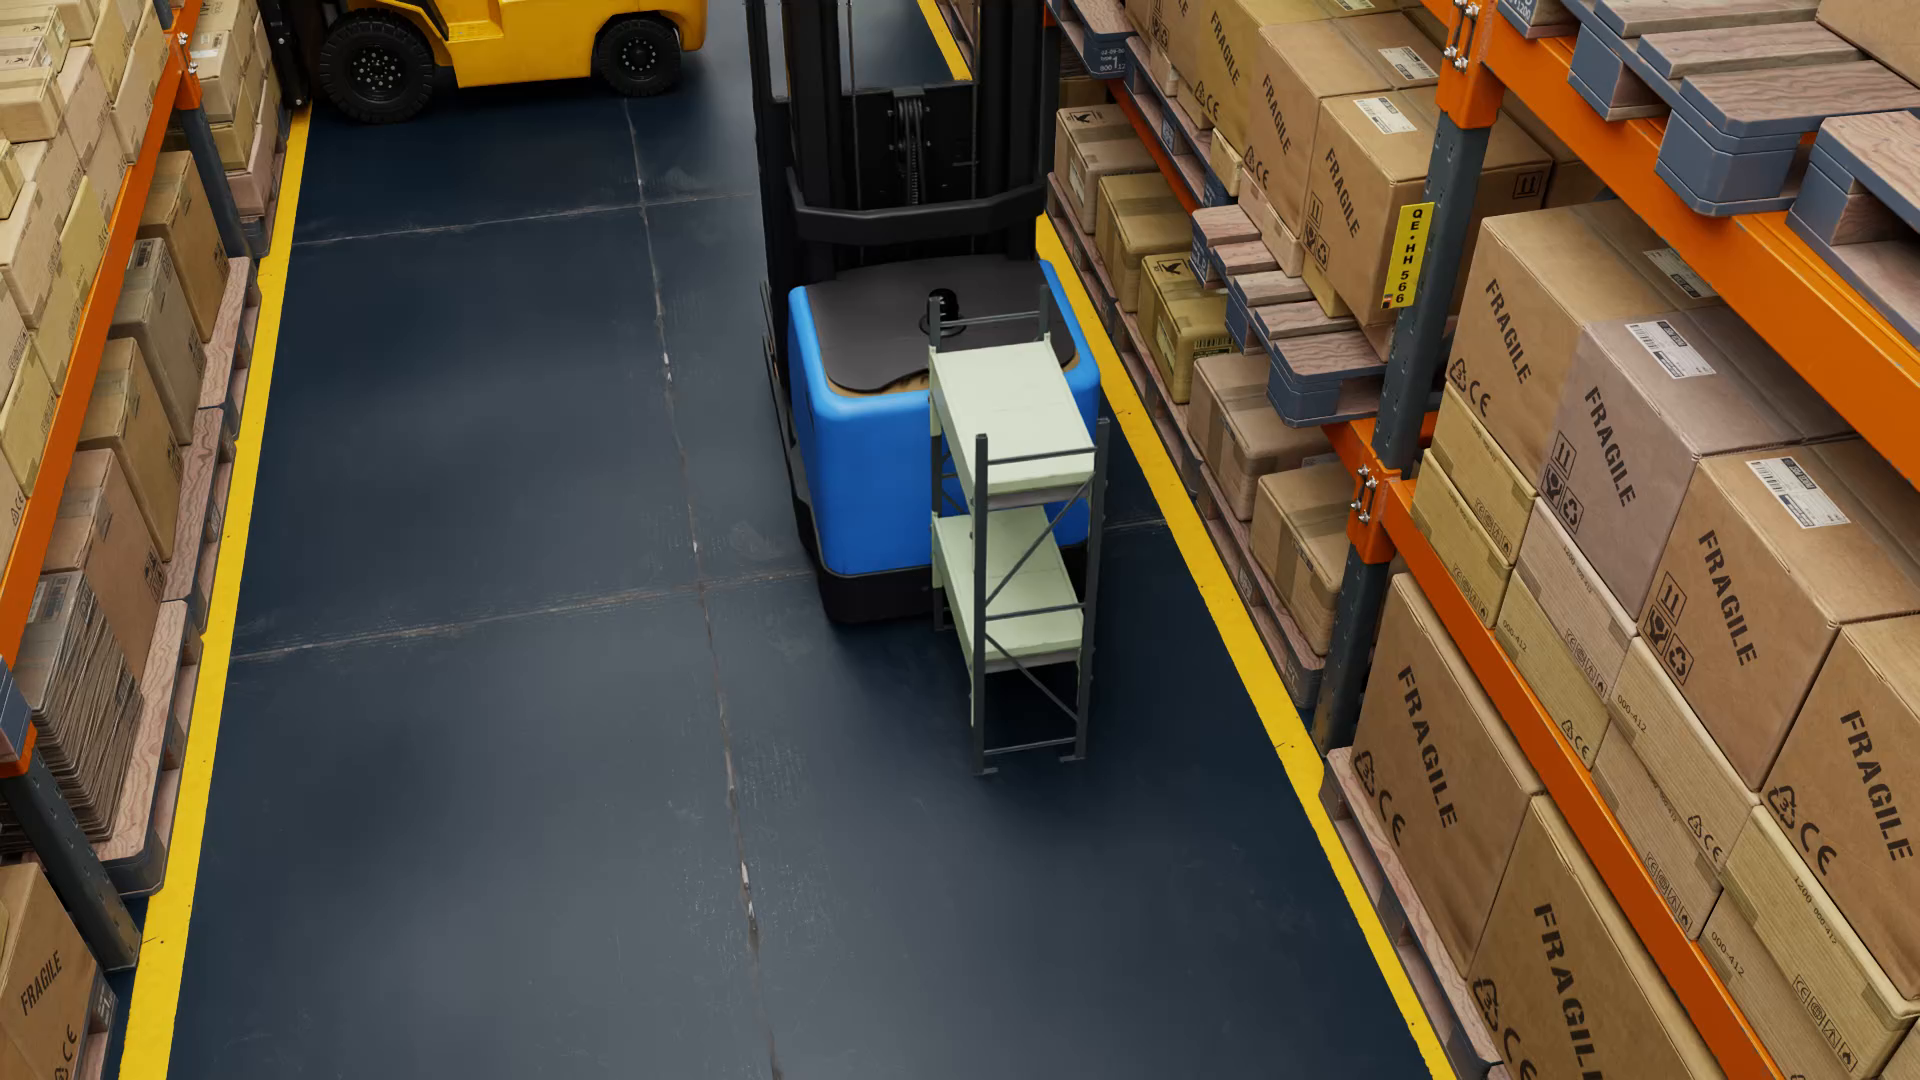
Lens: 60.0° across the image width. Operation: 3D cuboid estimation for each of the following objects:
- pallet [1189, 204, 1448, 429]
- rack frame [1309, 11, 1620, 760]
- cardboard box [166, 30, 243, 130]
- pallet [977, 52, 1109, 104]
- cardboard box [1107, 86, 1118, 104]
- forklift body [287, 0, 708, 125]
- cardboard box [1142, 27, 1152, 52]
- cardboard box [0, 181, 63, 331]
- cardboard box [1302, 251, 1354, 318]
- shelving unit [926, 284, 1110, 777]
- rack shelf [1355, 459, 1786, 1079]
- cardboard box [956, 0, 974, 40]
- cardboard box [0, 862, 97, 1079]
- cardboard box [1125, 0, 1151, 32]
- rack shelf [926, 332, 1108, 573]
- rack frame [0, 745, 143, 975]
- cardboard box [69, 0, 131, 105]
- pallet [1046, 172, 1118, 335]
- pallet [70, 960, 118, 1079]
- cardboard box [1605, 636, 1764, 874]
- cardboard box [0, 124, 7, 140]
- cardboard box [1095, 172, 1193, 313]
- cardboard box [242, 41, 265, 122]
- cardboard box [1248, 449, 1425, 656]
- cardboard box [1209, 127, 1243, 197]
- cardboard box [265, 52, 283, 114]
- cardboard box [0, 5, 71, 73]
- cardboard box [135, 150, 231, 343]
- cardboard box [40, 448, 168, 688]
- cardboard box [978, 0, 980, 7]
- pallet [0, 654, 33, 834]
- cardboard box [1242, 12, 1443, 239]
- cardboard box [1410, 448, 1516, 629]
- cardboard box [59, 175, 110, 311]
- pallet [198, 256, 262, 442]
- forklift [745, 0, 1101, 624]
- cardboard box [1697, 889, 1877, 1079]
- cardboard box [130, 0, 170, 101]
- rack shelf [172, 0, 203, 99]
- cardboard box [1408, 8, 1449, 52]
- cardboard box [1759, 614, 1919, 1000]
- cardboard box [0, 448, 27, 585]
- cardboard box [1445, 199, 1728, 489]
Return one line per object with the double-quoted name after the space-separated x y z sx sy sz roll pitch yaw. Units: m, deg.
1.497 -0.830 5.570 1.213 0.211 1.003 -8 42 -9 "pallet"
1.755 -0.455 5.003 1.000 3.000 0.127 -8 42 -9 "rack frame"
-3.752 -2.196 7.966 0.500 0.250 0.500 -9 42 -10 "cardboard box"
0.712 -2.436 9.335 1.003 0.211 1.213 -8 42 -9 "pallet"
1.028 -2.598 9.172 0.500 0.250 0.500 -10 43 -11 "cardboard box"
-2.627 -3.642 9.233 2.313 2.155 1.214 -8 42 -9 "forklift body"
0.950 -2.039 6.660 0.380 0.149 0.250 -8 42 -9 "cardboard box"
-3.150 -0.862 5.198 0.500 0.250 0.500 -9 42 -10 "cardboard box"
1.326 -0.861 5.333 0.380 0.149 0.250 -8 42 -9 "cardboard box"
0.170 -0.004 5.625 0.431 1.500 0.755 -8 42 -9 "shelving unit"
2.187 1.110 3.782 1.077 0.370 4.000 -8 42 -9 "rack shelf"
0.272 -3.196 9.845 0.500 0.250 0.500 -8 42 -9 "cardboard box"
-2.790 1.279 4.616 0.500 0.500 0.500 -7 42 -8 "cardboard box"
0.915 -2.362 6.536 0.500 0.500 0.500 -9 42 -10 "cardboard box"
0.170 -0.296 5.366 0.431 0.370 0.720 -8 42 -9 "rack shelf"
-3.091 0.258 4.200 1.000 3.000 0.127 -8 42 -9 "rack frame"
-3.480 -1.851 6.312 0.500 0.250 0.500 -9 42 -10 "cardboard box"
1.061 -1.501 8.282 1.003 0.211 1.213 -8 42 -9 "pallet"
-2.967 1.791 4.574 1.003 0.211 1.213 -8 42 -9 "pallet"
1.829 0.438 3.734 0.500 0.250 0.500 -8 42 -9 "cardboard box"
-3.311 -1.260 5.346 0.380 0.149 0.250 -8 42 -9 "cardboard box"
1.166 -1.417 7.750 0.950 0.372 0.625 -6 42 -7 "cardboard box"
-3.868 -2.334 8.498 0.500 0.250 0.500 -9 42 -10 "cardboard box"
1.643 0.003 6.151 0.950 0.372 0.625 -11 43 -12 "cardboard box"
1.108 -1.358 5.894 0.380 0.149 0.250 -8 42 -9 "cardboard box"
-3.986 -2.482 9.042 0.500 0.250 0.500 -8 42 -9 "cardboard box"
-3.407 -1.764 5.914 0.380 0.149 0.250 -9 42 -10 "cardboard box"
-3.831 -1.267 7.390 0.875 0.625 0.625 -7 42 -7 "cardboard box"
-3.361 0.161 5.782 0.875 0.625 0.625 -7 42 -8 "cardboard box"
0.390 -3.132 9.209 0.500 0.500 0.500 -8 42 -9 "cardboard box"
-2.876 0.759 3.780 1.213 0.211 1.003 -8 42 -9 "pallet"
1.263 -1.349 5.395 0.500 0.500 0.500 -9 42 -10 "cardboard box"
1.615 -0.046 4.655 0.500 0.250 0.500 -9 42 -10 "cardboard box"
-3.280 -1.004 5.735 0.500 0.250 0.500 -7 42 -8 "cardboard box"
-3.757 -0.820 7.514 1.003 0.211 1.213 -8 42 -9 "pallet"
-0.283 -1.767 6.533 1.130 2.935 3.031 -8 42 -9 "forklift"
1.961 0.945 3.539 0.500 0.250 0.500 -8 42 -9 "cardboard box"
-3.590 -1.989 6.844 0.500 0.250 0.500 -7 42 -8 "cardboard box"
-4.386 -3.362 8.820 1.077 0.370 4.000 -8 42 -9 "rack shelf"
1.765 -1.423 5.478 0.500 0.500 0.500 -6 42 -7 "cardboard box"
1.941 0.473 3.129 0.500 0.500 0.500 -8 42 -9 "cardboard box"
-2.948 -0.008 4.613 0.500 0.250 0.500 -8 42 -9 "cardboard box"
1.623 -0.512 4.239 0.500 0.500 0.500 -10 43 -11 "cardboard box"
